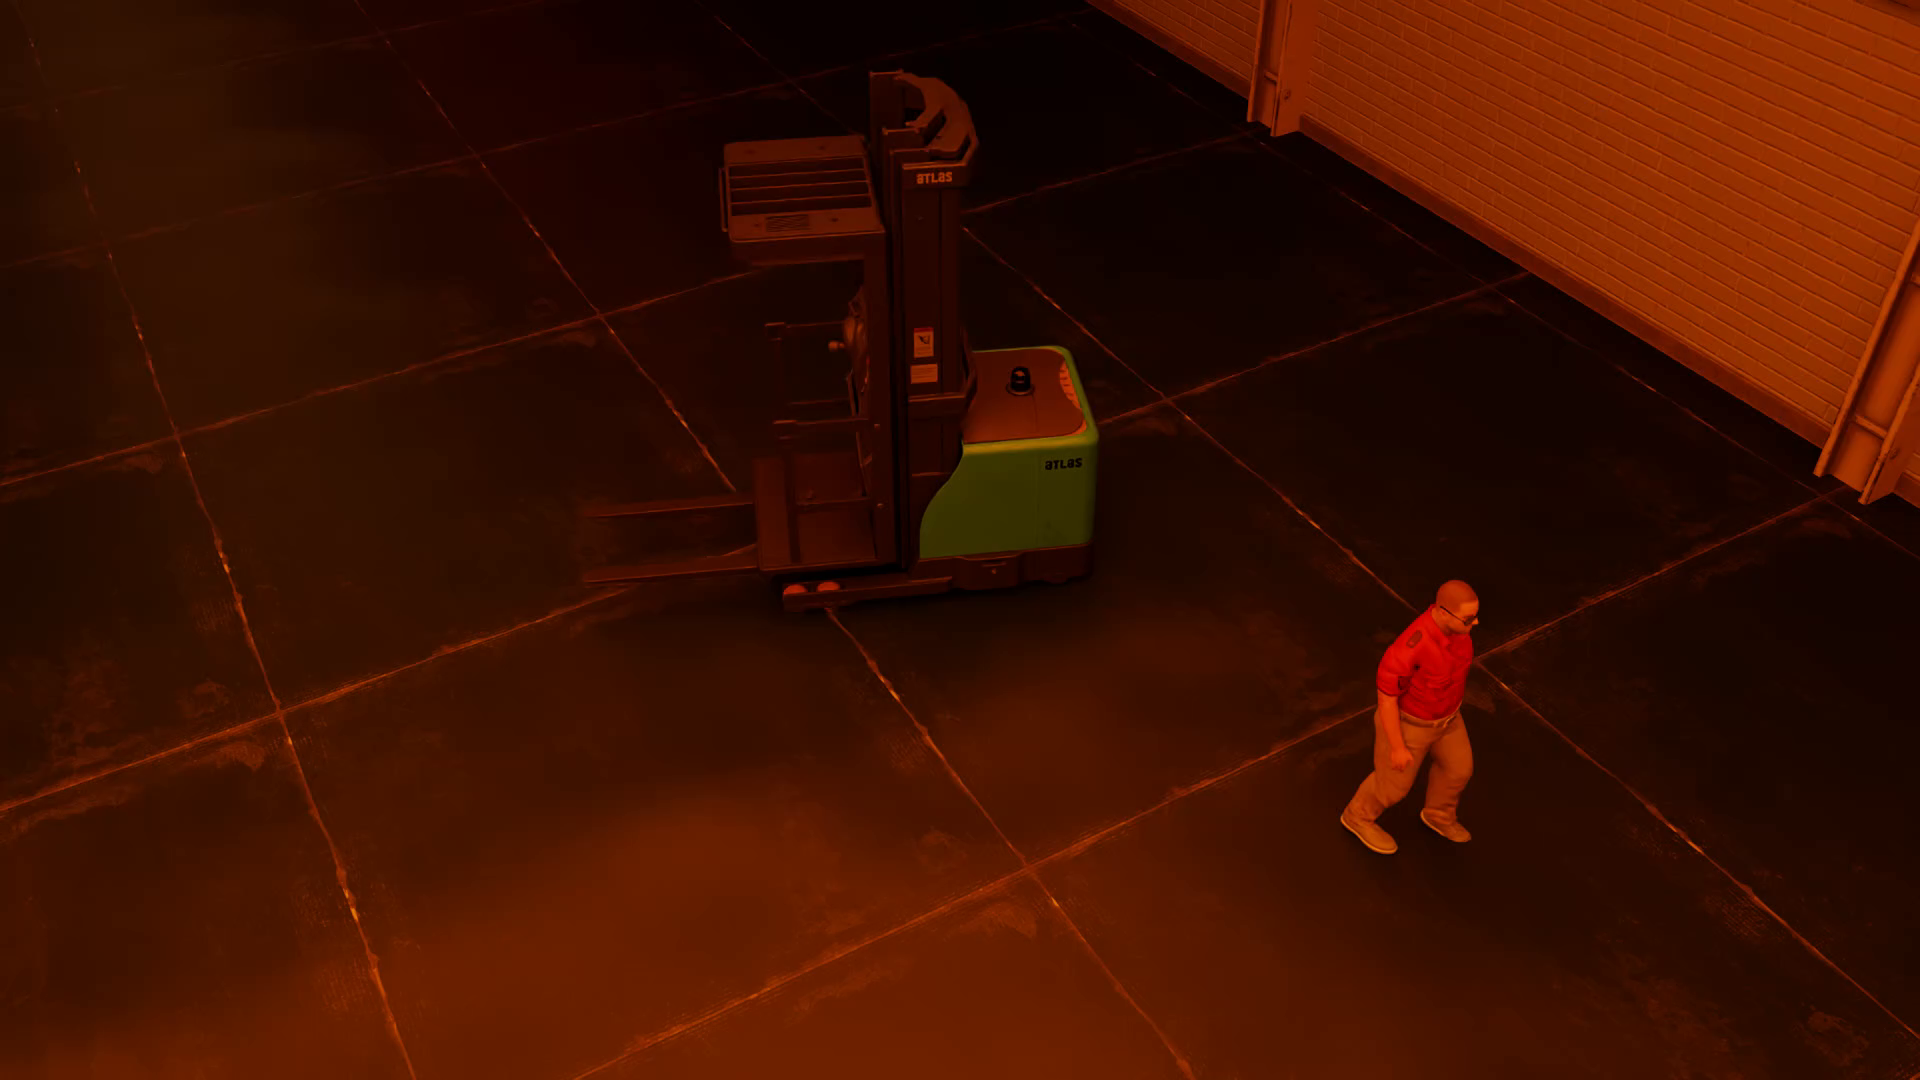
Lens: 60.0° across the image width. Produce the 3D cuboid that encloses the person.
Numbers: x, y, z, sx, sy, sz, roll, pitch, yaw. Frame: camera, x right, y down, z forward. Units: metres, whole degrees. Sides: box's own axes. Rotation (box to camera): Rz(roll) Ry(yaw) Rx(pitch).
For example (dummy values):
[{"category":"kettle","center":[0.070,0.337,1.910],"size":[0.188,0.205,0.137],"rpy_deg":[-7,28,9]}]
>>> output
[{"category":"person","center":[2.245,0.893,7.967],"size":[0.641,1.775,0.562],"rpy_deg":[-29,48,-30]}]

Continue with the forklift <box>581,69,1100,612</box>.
[{"category":"forklift","center":[-0.753,-1.062,9.316],"size":[3.031,2.935,1.130],"rpy_deg":[-5,40,-6]}]
